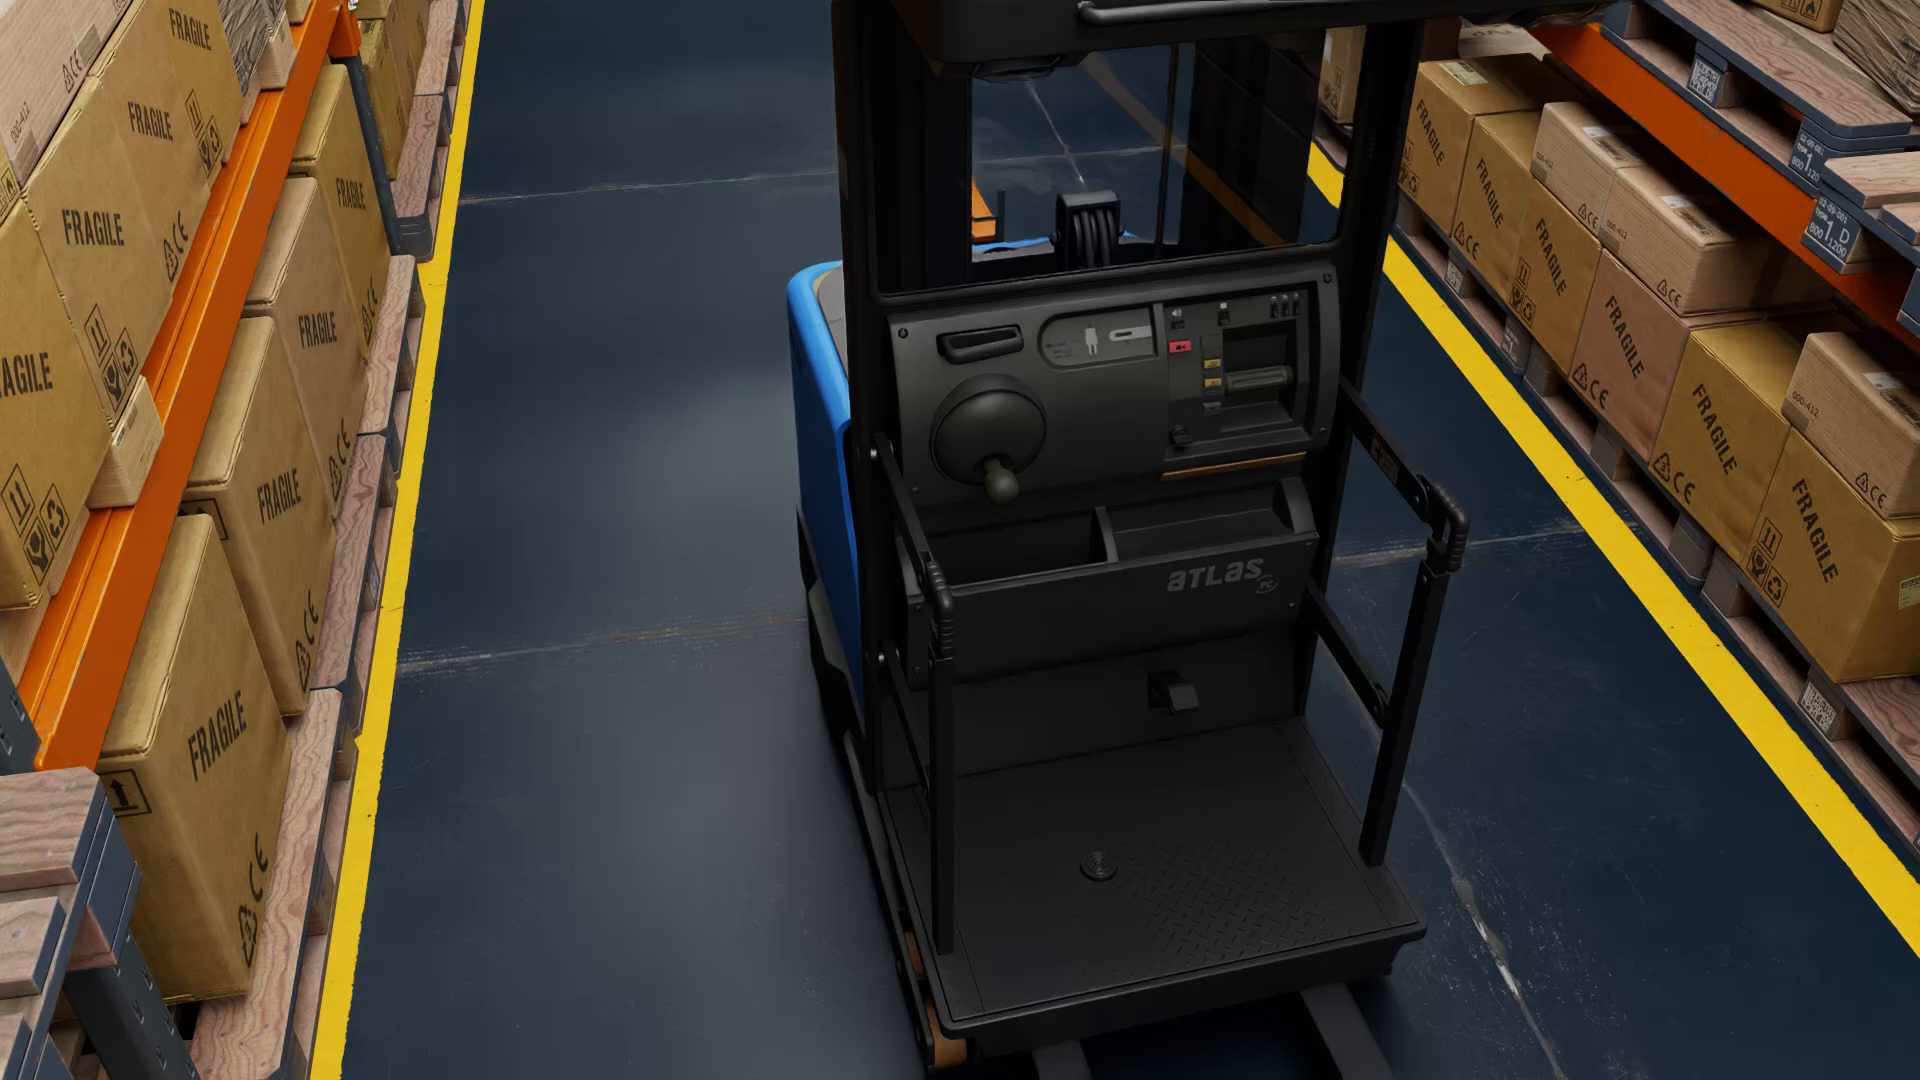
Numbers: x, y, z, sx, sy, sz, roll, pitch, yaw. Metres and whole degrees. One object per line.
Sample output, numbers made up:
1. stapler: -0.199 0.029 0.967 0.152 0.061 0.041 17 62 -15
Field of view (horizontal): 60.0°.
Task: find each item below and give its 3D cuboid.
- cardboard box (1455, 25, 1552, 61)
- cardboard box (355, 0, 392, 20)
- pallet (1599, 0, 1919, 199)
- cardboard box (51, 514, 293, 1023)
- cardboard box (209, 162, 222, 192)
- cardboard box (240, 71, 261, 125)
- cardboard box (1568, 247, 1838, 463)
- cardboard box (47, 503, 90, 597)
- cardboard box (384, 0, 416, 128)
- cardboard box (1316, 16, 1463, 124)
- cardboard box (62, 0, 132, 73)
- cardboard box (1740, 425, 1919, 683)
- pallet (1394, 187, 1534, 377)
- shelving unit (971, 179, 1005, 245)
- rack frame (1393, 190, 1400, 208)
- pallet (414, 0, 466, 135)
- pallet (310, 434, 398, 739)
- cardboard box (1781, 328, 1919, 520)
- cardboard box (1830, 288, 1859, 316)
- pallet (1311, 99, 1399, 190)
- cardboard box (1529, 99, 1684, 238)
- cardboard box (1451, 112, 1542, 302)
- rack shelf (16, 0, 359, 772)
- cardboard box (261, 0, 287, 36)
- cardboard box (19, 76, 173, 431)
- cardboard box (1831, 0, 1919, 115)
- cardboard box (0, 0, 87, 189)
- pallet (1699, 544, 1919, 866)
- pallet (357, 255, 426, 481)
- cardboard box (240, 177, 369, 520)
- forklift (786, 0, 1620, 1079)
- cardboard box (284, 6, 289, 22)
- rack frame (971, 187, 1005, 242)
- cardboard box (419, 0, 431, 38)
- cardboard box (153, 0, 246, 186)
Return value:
1. cardboard box: 2.356 -2.065 7.296 0.500 0.311 0.500 -6 38 -8
2. cardboard box: -2.571 -2.266 6.888 0.380 0.149 0.250 -5 38 -6
3. pallet: 2.572 -1.359 4.711 1.003 0.211 1.213 -6 38 -8
4. cardboard box: -1.958 0.499 3.572 0.750 0.750 0.750 -7 38 -9
5. cardboard box: -2.107 -0.943 4.207 0.380 0.149 0.250 -5 38 -7
6. cardboard box: -2.172 -1.257 4.612 0.380 0.149 0.250 -6 38 -8
7. cardboard box: 2.334 -0.616 5.276 0.500 0.500 0.500 -8 38 -10
8. cardboard box: -1.824 -0.011 3.008 0.380 0.149 0.250 -6 38 -7
9. cardboard box: -2.775 -2.087 7.186 0.700 0.500 0.500 -7 38 -8
10. cardboard box: 1.837 -2.177 7.286 0.500 0.500 0.500 -6 38 -8
11. cardboard box: -1.971 -1.115 3.288 0.500 0.250 0.500 -6 38 -8
12. cardboard box: 2.523 0.013 4.467 0.500 0.500 0.500 -5 38 -6
13. pallet: 2.396 -1.088 6.479 1.003 0.211 1.213 -6 38 -8
14. shelving unit: -0.055 -0.613 5.061 0.258 1.200 0.503 -9 39 -11
15. rack frame: 2.216 -2.677 6.250 1.000 3.000 0.127 -6 38 -8
16. pallet: -2.933 -2.246 7.970 1.003 0.211 1.213 -6 38 -8
17. pallet: -2.233 0.156 4.877 1.003 0.211 1.213 -6 38 -8
18. cardboard box: 2.509 -0.317 4.280 0.500 0.250 0.500 -5 38 -6
19. cardboard box: 2.842 -0.687 5.368 0.500 0.500 0.500 -7 38 -9
20. pallet: 2.097 -1.990 7.640 1.003 0.211 1.213 -6 38 -8
21. cardboard box: 2.237 -1.237 5.465 0.500 0.250 0.500 -6 38 -8
22. cardboard box: 2.166 -1.224 6.059 0.500 0.500 0.500 -6 38 -7
23. rack shelf: -2.309 -0.649 4.227 1.077 0.370 4.000 -6 38 -8
24. cardboard box: -2.232 -1.748 4.714 0.500 0.500 0.500 -6 38 -8
25. cardboard box: -1.875 -0.529 3.145 0.500 0.500 0.500 -5 38 -6
26. cardboard box: 2.724 -1.407 4.192 0.700 0.500 0.500 0 38 1
27. cardboard box: -1.879 -0.813 2.900 0.500 0.250 0.500 -7 38 -9
28. pallet: 2.824 0.386 4.582 1.003 0.211 1.213 -6 38 -8
29. pallet: -2.450 -0.582 5.828 1.003 0.211 1.213 -6 38 -8
30. cardboard box: -2.259 -0.543 4.914 0.750 0.750 0.750 -5 38 -7
31. forklift: 0.377 -0.241 3.171 1.130 2.935 3.031 -9 39 -11
32. cardboard box: -2.253 -1.565 5.008 0.380 0.149 0.250 -5 38 -7
33. rack frame: 0.003 -0.468 4.874 0.240 1.200 0.015 -9 39 -11
34. cardboard box: -2.963 -2.718 7.999 0.700 0.500 0.500 -7 38 -9
35. cardboard box: -2.059 -1.142 3.935 0.500 0.500 0.500 -5 38 -7
